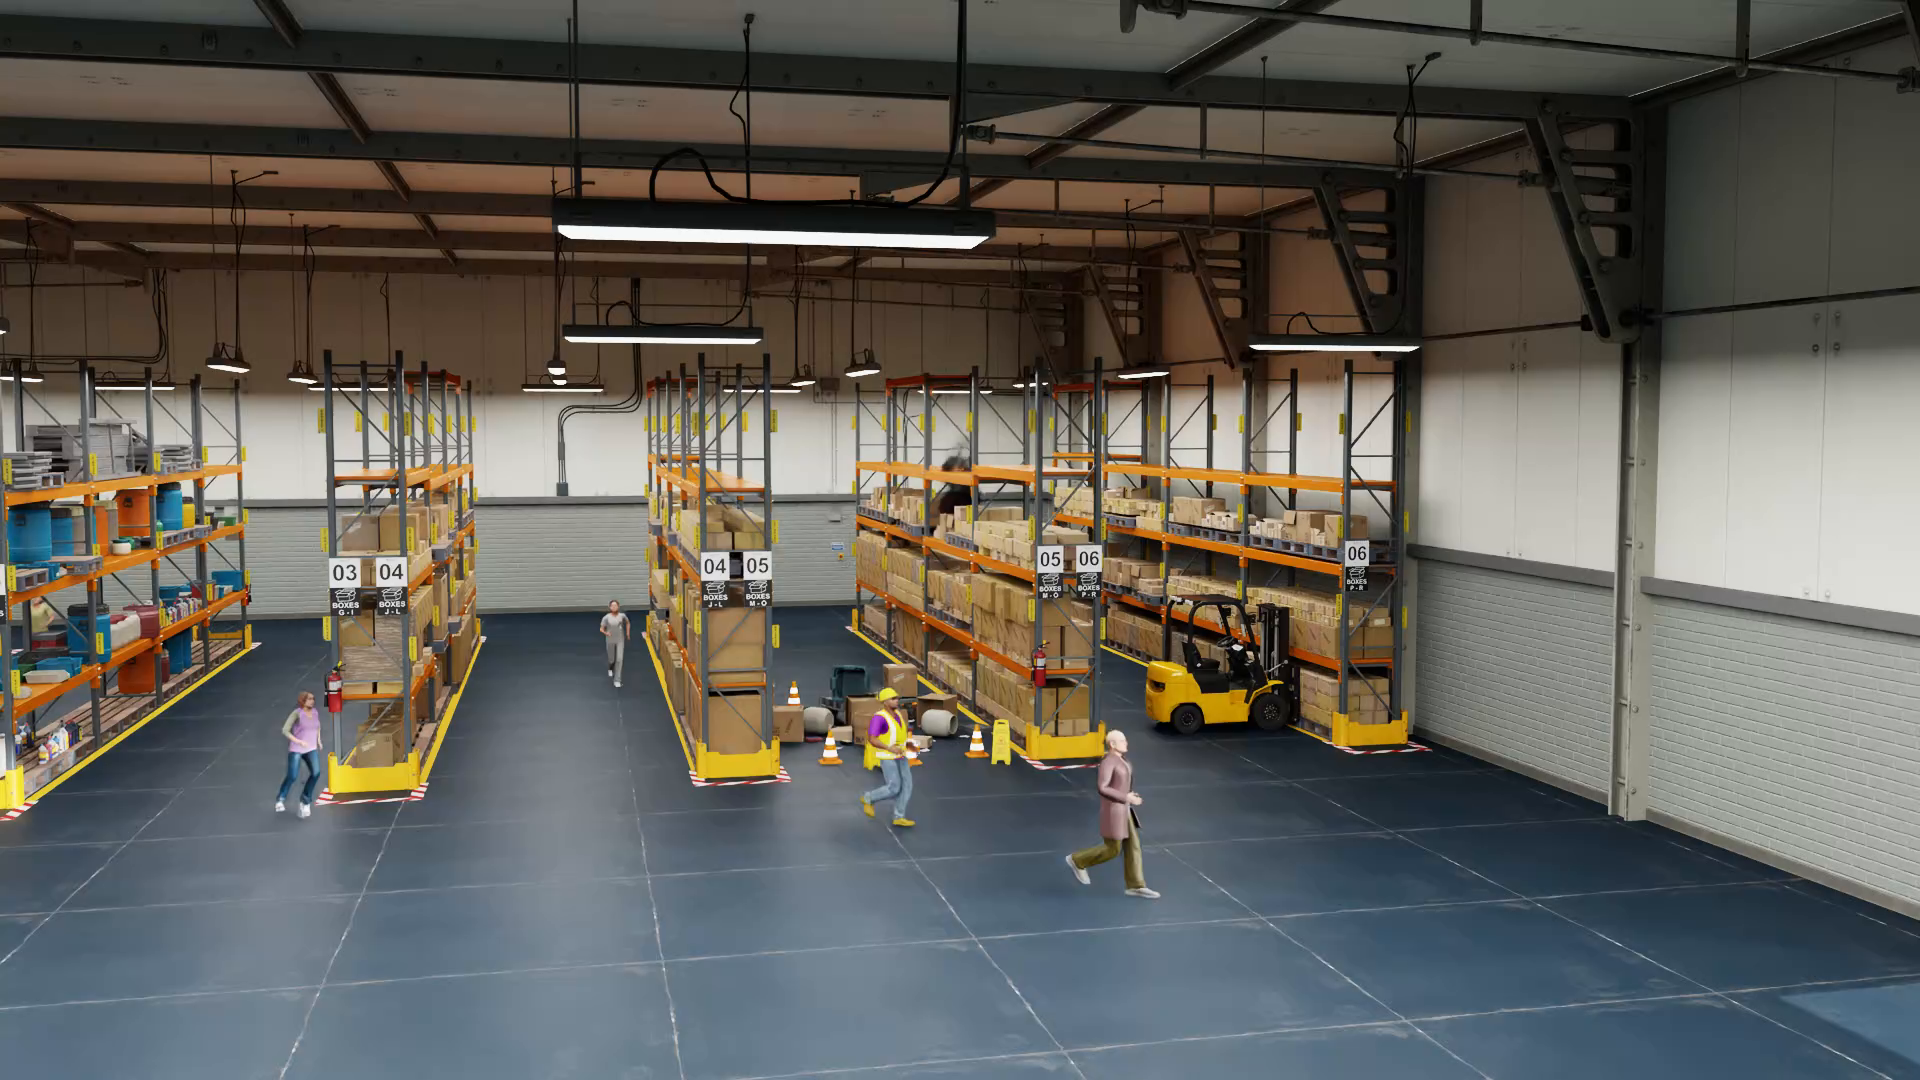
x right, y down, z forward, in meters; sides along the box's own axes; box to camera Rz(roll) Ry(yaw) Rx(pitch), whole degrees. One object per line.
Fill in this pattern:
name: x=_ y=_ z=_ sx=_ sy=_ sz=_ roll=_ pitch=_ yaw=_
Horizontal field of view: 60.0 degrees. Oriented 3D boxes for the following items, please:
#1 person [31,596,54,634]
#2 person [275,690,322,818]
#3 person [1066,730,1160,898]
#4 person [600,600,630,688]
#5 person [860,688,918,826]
person: x=-18.560 y=1.857 z=33.491 sx=0.572 sy=1.626 sz=0.604 roll=-1 pitch=4 yaw=-18
person: x=-8.446 y=2.733 z=21.388 sx=0.629 sy=1.601 sz=0.605 roll=3 pitch=5 yaw=39
person: x=1.627 y=2.893 z=17.617 sx=1.018 sy=1.767 sz=0.709 roll=2 pitch=4 yaw=24
person: x=-6.587 y=2.007 z=31.840 sx=0.584 sy=1.540 sz=0.970 roll=-1 pitch=4 yaw=-17
person: x=-0.877 y=2.700 z=20.736 sx=0.708 sy=1.724 sz=0.708 roll=2 pitch=5 yaw=30
